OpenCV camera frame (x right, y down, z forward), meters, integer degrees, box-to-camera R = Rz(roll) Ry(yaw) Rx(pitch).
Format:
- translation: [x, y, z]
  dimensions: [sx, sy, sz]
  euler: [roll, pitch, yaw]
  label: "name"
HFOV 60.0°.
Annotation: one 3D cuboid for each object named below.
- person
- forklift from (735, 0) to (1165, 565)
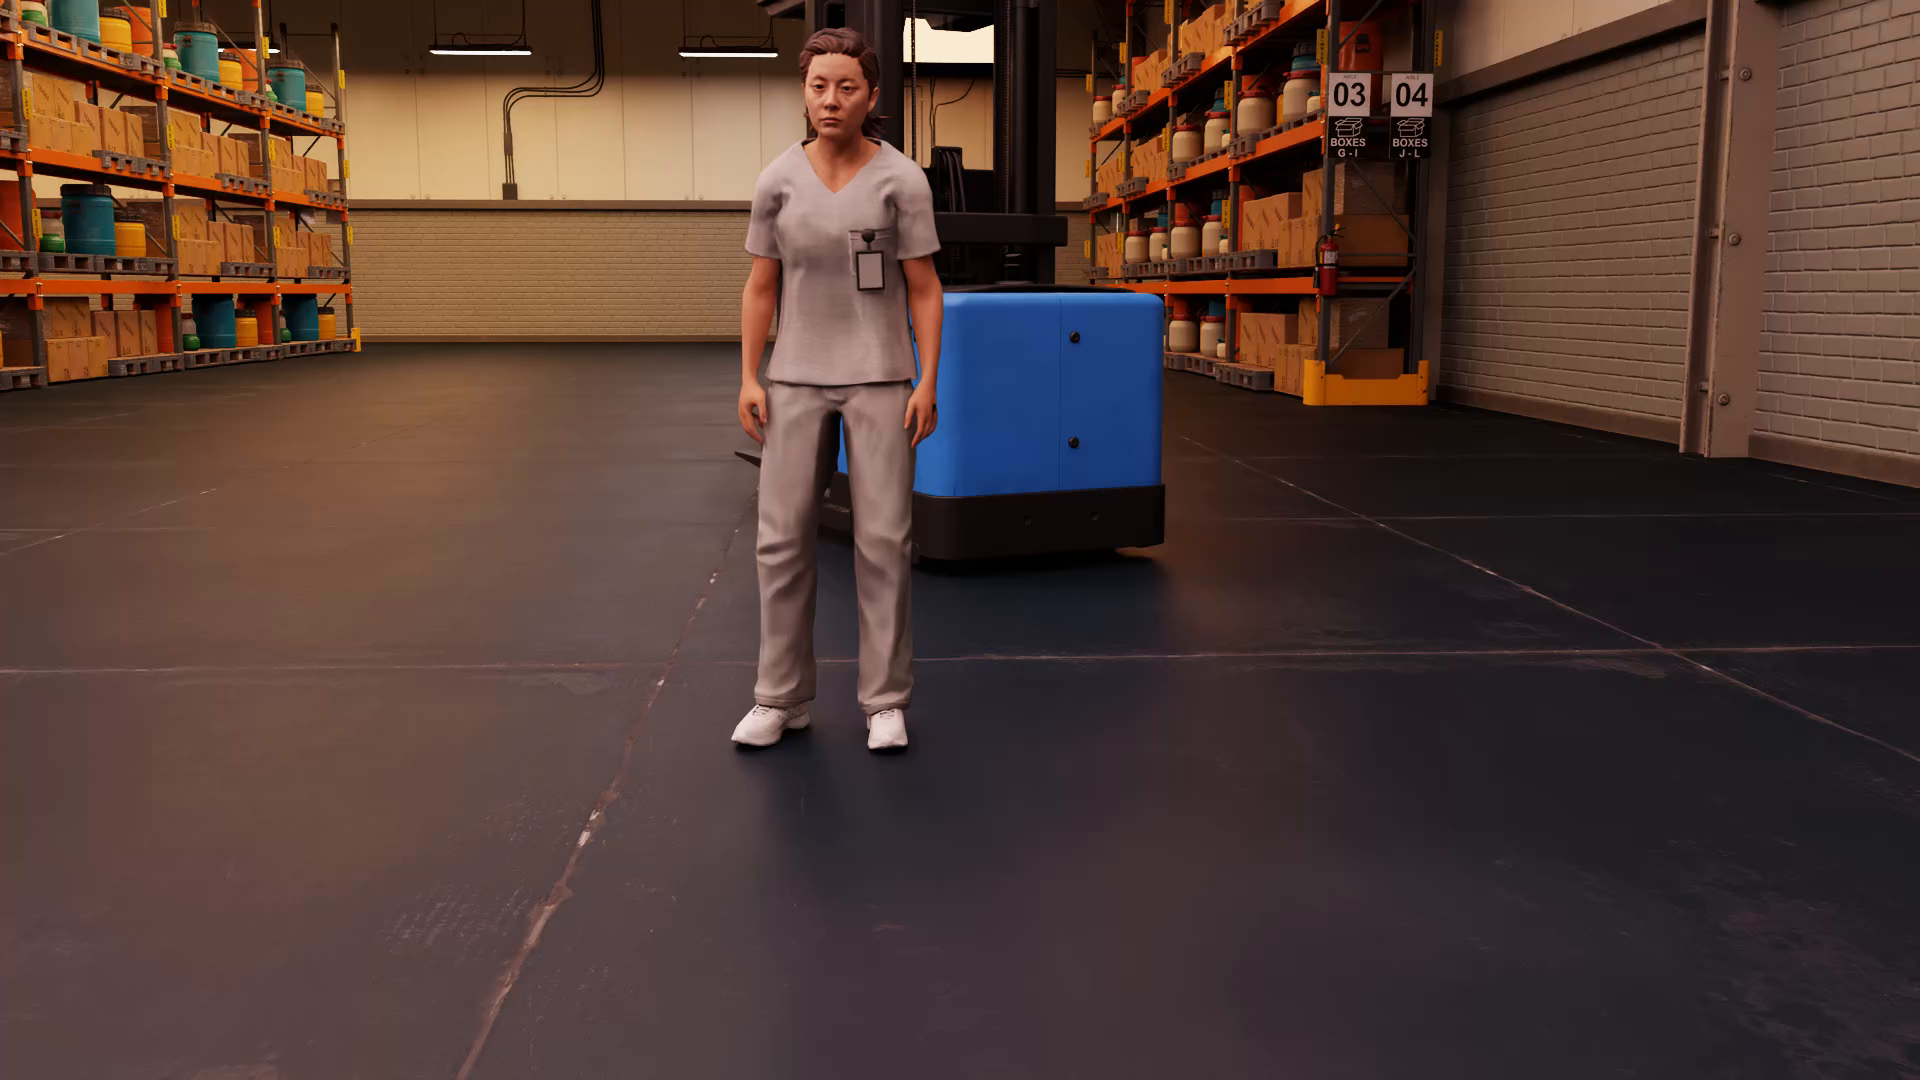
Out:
- translation: [-0.287, -0.347, 3.951]
  dimensions: [0.487, 1.673, 0.356]
  euler: [1, 9, 7]
  label: "person"
- translation: [-0.264, -1.530, 7.637]
  dimensions: [1.130, 2.935, 3.031]
  euler: [-4, 9, -25]
  label: "forklift"
